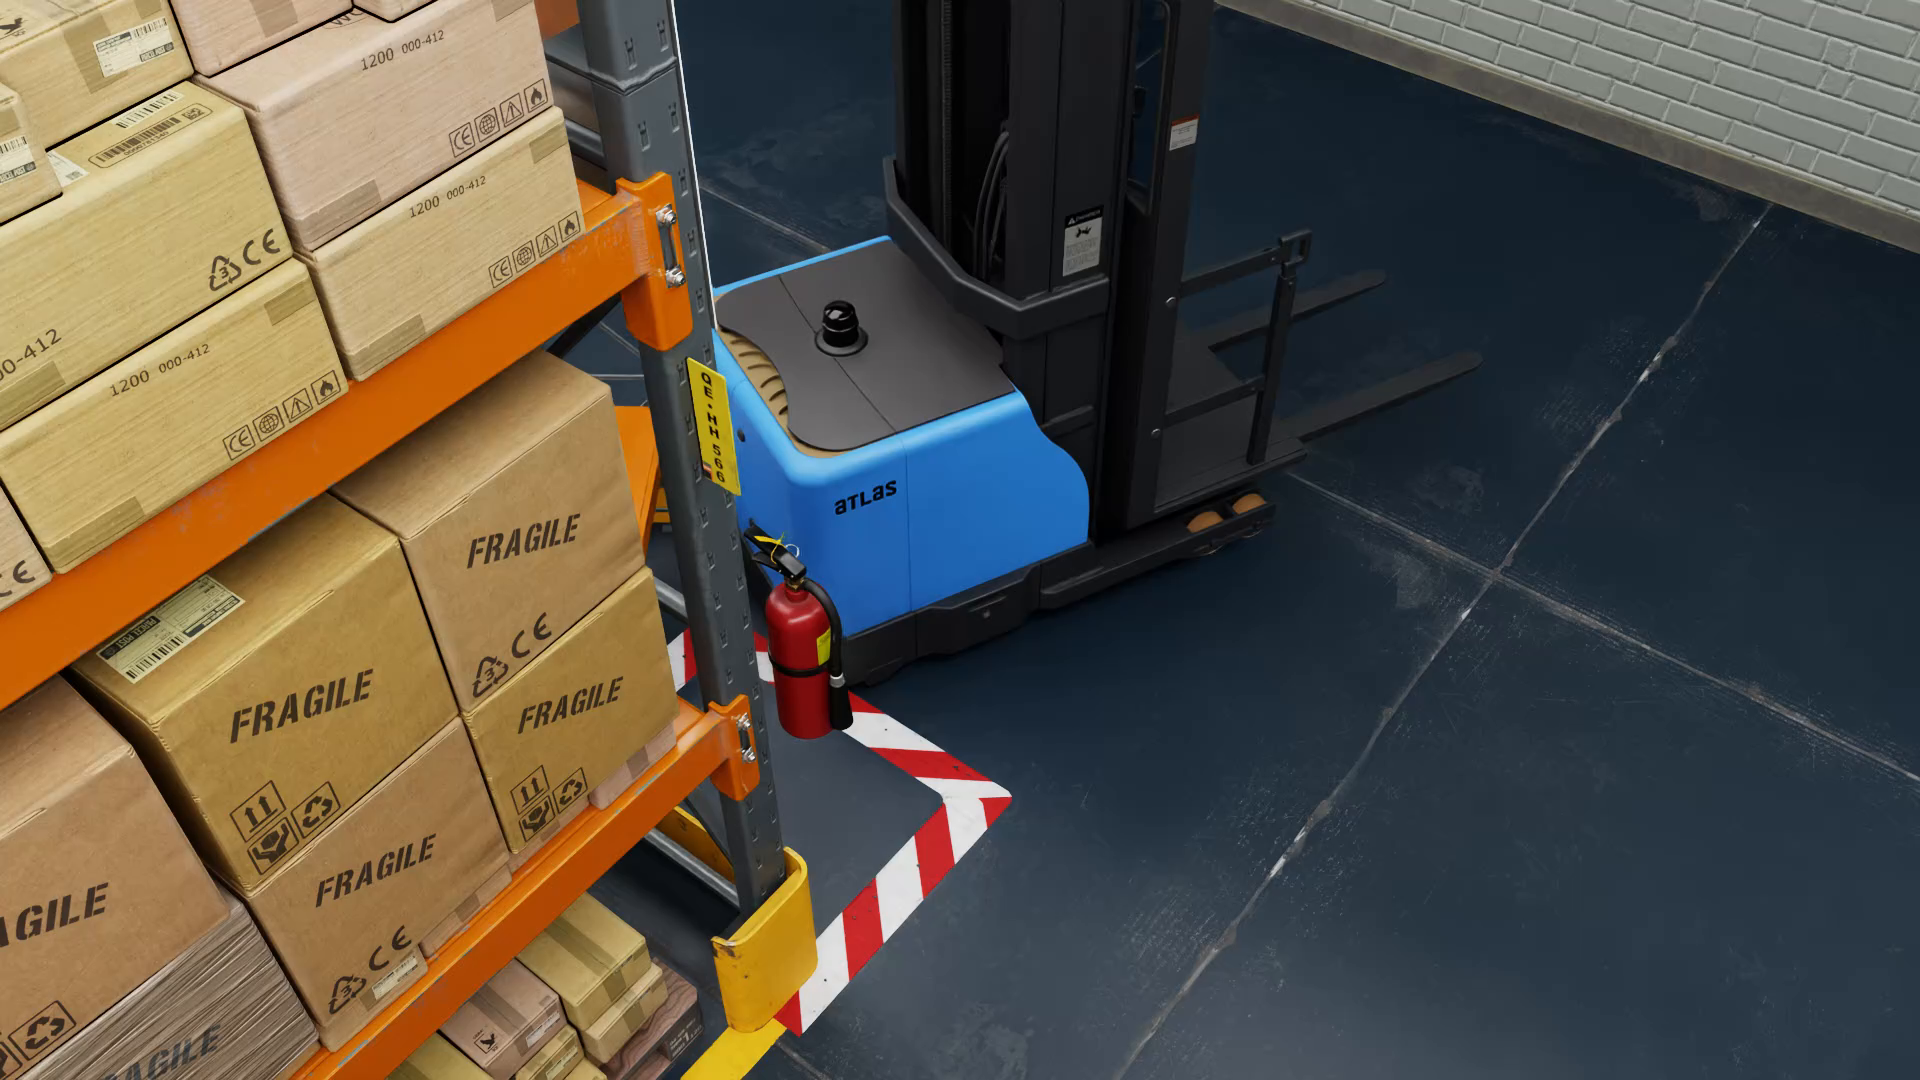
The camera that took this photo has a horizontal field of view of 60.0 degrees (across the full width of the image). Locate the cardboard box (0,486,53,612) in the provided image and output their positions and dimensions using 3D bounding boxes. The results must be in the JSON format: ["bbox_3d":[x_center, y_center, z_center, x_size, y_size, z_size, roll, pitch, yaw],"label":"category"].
[{"bbox_3d":[-1.613,-0.007,2.211,0.500,0.250,0.500,31,54,26],"label":"cardboard box"}]

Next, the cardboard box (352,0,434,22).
[{"bbox_3d":[-0.895,-0.947,2.488,0.380,0.149,0.250,29,53,25],"label":"cardboard box"}]

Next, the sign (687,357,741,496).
[{"bbox_3d":[-0.497,-0.225,3.371,0.100,0.325,0.005,29,53,25],"label":"sign"}]

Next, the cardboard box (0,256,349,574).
[{"bbox_3d":[-1.299,-0.285,2.477,0.500,0.250,0.500,29,53,25],"label":"cardboard box"}]

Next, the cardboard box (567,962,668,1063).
[{"bbox_3d":[-1.021,1.192,4.512,0.380,0.149,0.250,28,52,24],"label":"cardboard box"}]

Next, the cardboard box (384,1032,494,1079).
[{"bbox_3d":[-1.304,1.399,4.109,0.380,0.149,0.250,28,52,24],"label":"cardboard box"}]

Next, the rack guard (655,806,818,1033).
[{"bbox_3d":[-0.971,0.934,5.012,1.175,0.500,0.348,29,53,25],"label":"rack guard"}]

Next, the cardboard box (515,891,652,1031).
[{"bbox_3d":[-1.047,1.076,4.417,0.380,0.149,0.250,30,53,25],"label":"cardboard box"}]

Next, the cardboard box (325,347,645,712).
[{"bbox_3d":[-1.007,-0.084,3.289,0.500,0.500,0.500,28,52,24],"label":"cardboard box"}]

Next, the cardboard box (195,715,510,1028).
[{"bbox_3d":[-1.314,0.553,3.372,0.500,0.500,0.500,28,53,24],"label":"cardboard box"}]

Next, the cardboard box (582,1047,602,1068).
[{"bbox_3d":[-1.081,1.260,4.653,0.380,0.149,0.250,30,53,26],"label":"cardboard box"}]

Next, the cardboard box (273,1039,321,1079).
[{"bbox_3d":[-1.545,0.995,3.398,0.380,0.149,0.250,27,52,23],"label":"cardboard box"}]

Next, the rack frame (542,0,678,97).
[{"bbox_3d":[-0.924,-2.045,1.980,1.000,3.000,0.127,29,53,25],"label":"rack frame"}]

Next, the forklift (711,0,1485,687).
[{"bbox_3d":[0.603,-1.273,5.439,3.031,2.935,1.130,-21,50,-19],"label":"forklift"}]

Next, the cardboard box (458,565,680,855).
[{"bbox_3d":[-0.995,0.261,3.652,0.500,0.500,0.500,30,53,26],"label":"cardboard box"}]

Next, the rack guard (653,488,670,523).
[{"bbox_3d":[-1.265,-0.127,6.198,0.587,0.250,0.087,0,46,0],"label":"rack guard"}]

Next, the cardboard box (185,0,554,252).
[{"bbox_3d":[-1.005,-0.754,2.579,0.500,0.250,0.500,28,52,24],"label":"cardboard box"}]

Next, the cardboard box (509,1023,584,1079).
[{"bbox_3d":[-1.224,1.318,4.392,0.380,0.149,0.250,28,52,24],"label":"cardboard box"}]

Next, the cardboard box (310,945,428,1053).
[{"bbox_3d":[-1.361,0.858,3.530,0.380,0.149,0.250,31,54,26],"label":"cardboard box"}]

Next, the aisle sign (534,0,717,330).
[{"bbox_3d":[-0.642,-0.780,3.123,0.394,0.787,0.004,29,53,25],"label":"aisle sign"}]

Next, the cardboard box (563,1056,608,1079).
[{"bbox_3d":[-1.158,1.452,4.469,0.380,0.149,0.250,31,54,26],"label":"cardboard box"}]

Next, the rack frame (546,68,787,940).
[{"bbox_3d":[-0.924,0.027,4.150,1.000,3.000,0.127,29,53,25],"label":"rack frame"}]

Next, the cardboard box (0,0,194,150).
[{"bbox_3d":[-1.280,-0.702,2.254,0.380,0.149,0.250,28,52,24],"label":"cardboard box"}]

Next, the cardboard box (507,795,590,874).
[{"bbox_3d":[-1.082,0.551,3.823,0.380,0.149,0.250,29,53,25],"label":"cardboard box"}]

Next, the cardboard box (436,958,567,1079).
[{"bbox_3d":[-1.246,1.195,4.304,0.380,0.149,0.250,30,53,26],"label":"cardboard box"}]

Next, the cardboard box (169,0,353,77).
[{"bbox_3d":[-1.106,-0.840,2.386,0.380,0.149,0.250,30,53,25],"label":"cardboard box"}]

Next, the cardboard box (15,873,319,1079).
[{"bbox_3d":[-1.617,0.848,3.091,0.500,0.500,0.500,29,53,25],"label":"cardboard box"}]

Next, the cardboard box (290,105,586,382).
[{"bbox_3d":[-0.993,-0.580,2.759,0.500,0.250,0.500,28,52,24],"label":"cardboard box"}]

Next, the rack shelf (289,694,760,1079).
[{"bbox_3d":[-2.147,1.420,3.317,1.077,0.370,4.000,29,53,25],"label":"rack shelf"}]

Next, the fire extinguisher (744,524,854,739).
[{"bbox_3d":[-0.405,0.243,4.255,0.296,0.674,0.183,29,53,25],"label":"fire extinguisher"}]

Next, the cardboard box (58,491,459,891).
[{"bbox_3d":[-1.317,0.206,3.012,0.500,0.500,0.500,27,52,24],"label":"cardboard box"}]

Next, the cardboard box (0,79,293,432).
[{"bbox_3d":[-1.316,-0.461,2.299,0.500,0.250,0.500,28,52,24],"label":"cardboard box"}]

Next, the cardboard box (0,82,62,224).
[{"bbox_3d":[-1.355,-0.503,2.064,0.380,0.149,0.250,30,53,26],"label":"cardboard box"}]

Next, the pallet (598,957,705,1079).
[{"bbox_3d":[-1.495,1.483,4.687,1.003,0.211,1.213,29,53,25],"label":"pallet"}]

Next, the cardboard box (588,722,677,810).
[{"bbox_3d":[-0.900,0.425,3.943,0.380,0.149,0.250,29,53,25],"label":"cardboard box"}]

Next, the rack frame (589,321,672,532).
[{"bbox_3d":[-1.265,-0.559,5.747,0.500,1.500,0.032,0,46,0],"label":"rack frame"}]

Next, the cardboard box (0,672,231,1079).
[{"bbox_3d":[-1.628,0.508,2.724,0.500,0.500,0.500,32,54,27],"label":"cardboard box"}]

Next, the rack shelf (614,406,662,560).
[{"bbox_3d":[-1.270,-0.068,5.526,0.538,0.185,1.000,0,46,0],"label":"rack shelf"}]

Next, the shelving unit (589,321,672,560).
[{"bbox_3d":[-1.269,-0.198,5.402,0.587,1.500,1.083,0,46,0],"label":"shelving unit"}]

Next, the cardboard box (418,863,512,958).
[{"bbox_3d":[-1.223,0.701,3.679,0.380,0.149,0.250,29,53,25],"label":"cardboard box"}]

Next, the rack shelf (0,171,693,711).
[{"bbox_3d":[-2.147,0.384,2.232,1.077,0.370,4.000,29,53,25],"label":"rack shelf"}]
